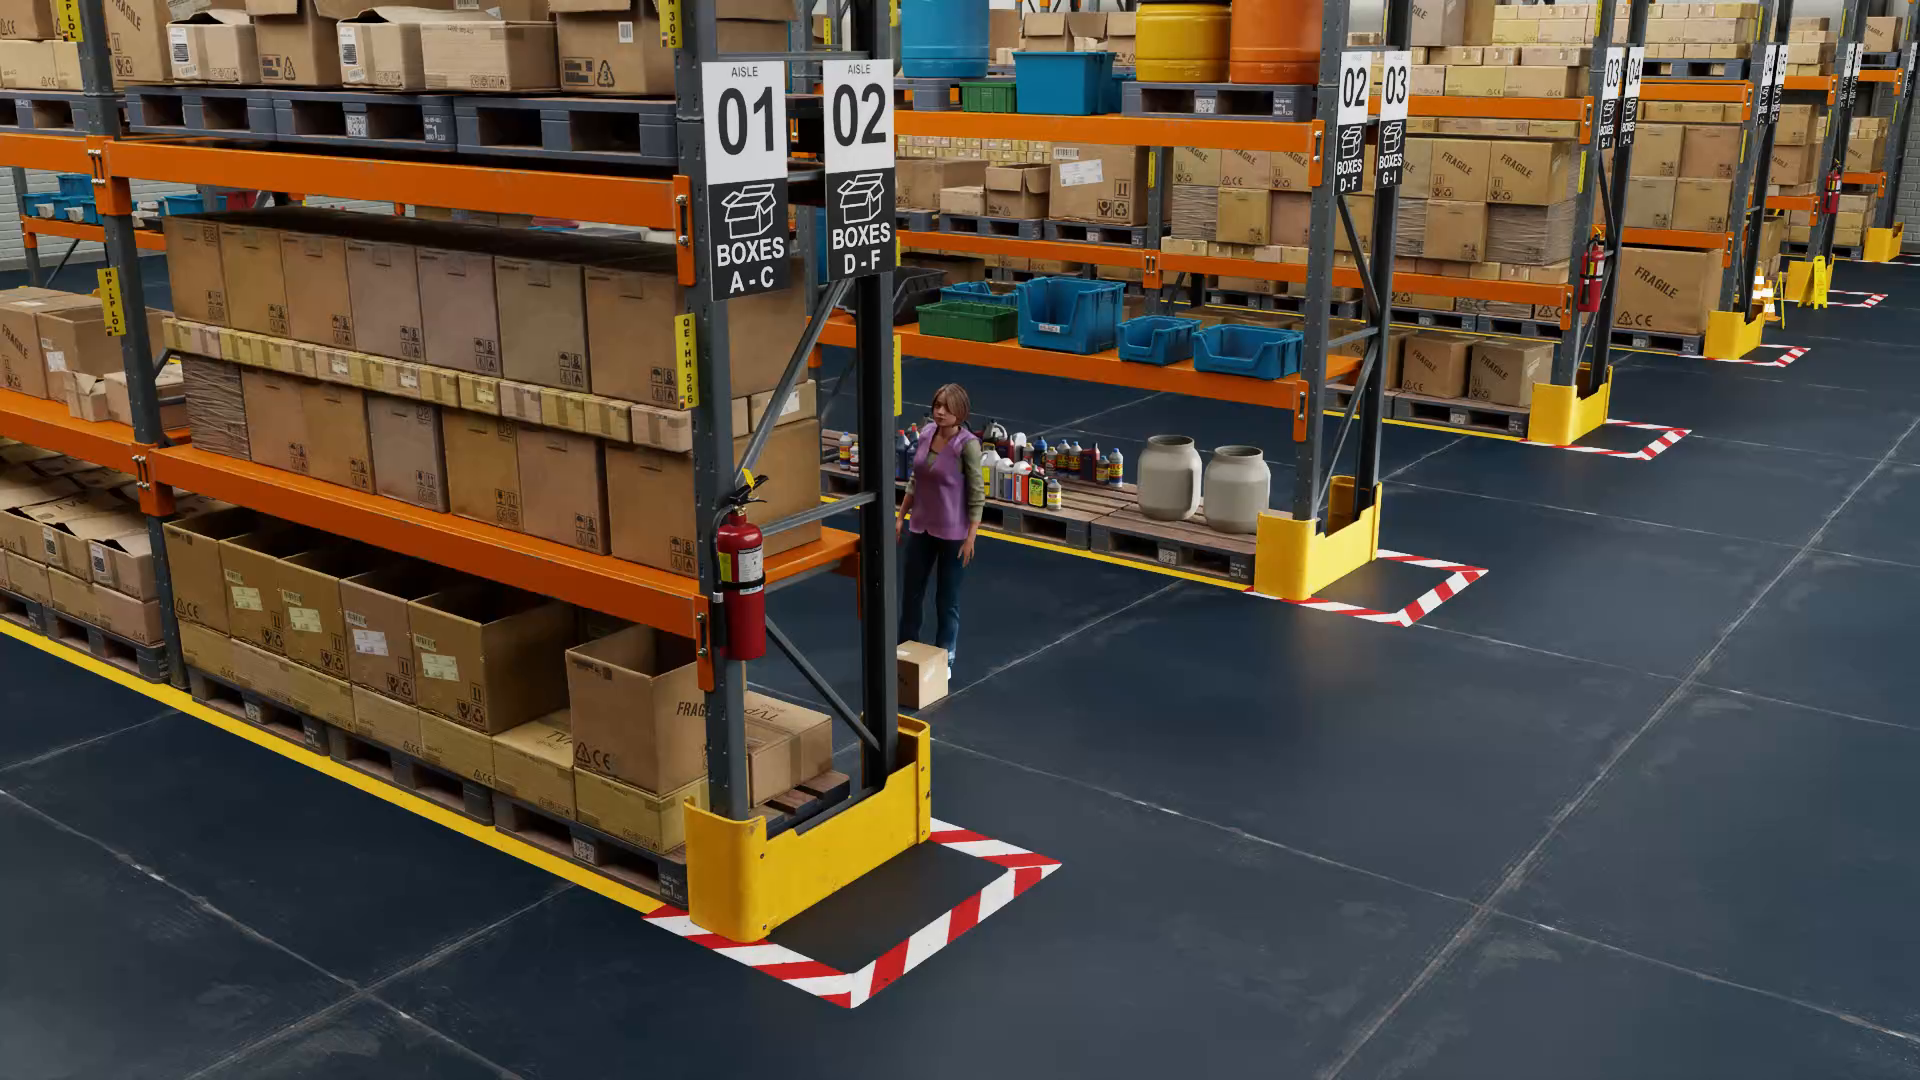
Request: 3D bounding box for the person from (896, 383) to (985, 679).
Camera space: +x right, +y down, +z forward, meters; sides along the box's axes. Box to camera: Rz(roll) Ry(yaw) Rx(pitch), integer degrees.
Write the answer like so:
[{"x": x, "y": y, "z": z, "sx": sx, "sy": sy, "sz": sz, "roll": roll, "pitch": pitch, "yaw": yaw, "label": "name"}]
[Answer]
[{"x": -0.154, "y": 0.002, "z": 8.553, "sx": 0.520, "sy": 1.578, "sz": 0.475, "roll": 12, "pitch": 21, "yaw": 35, "label": "person"}]
